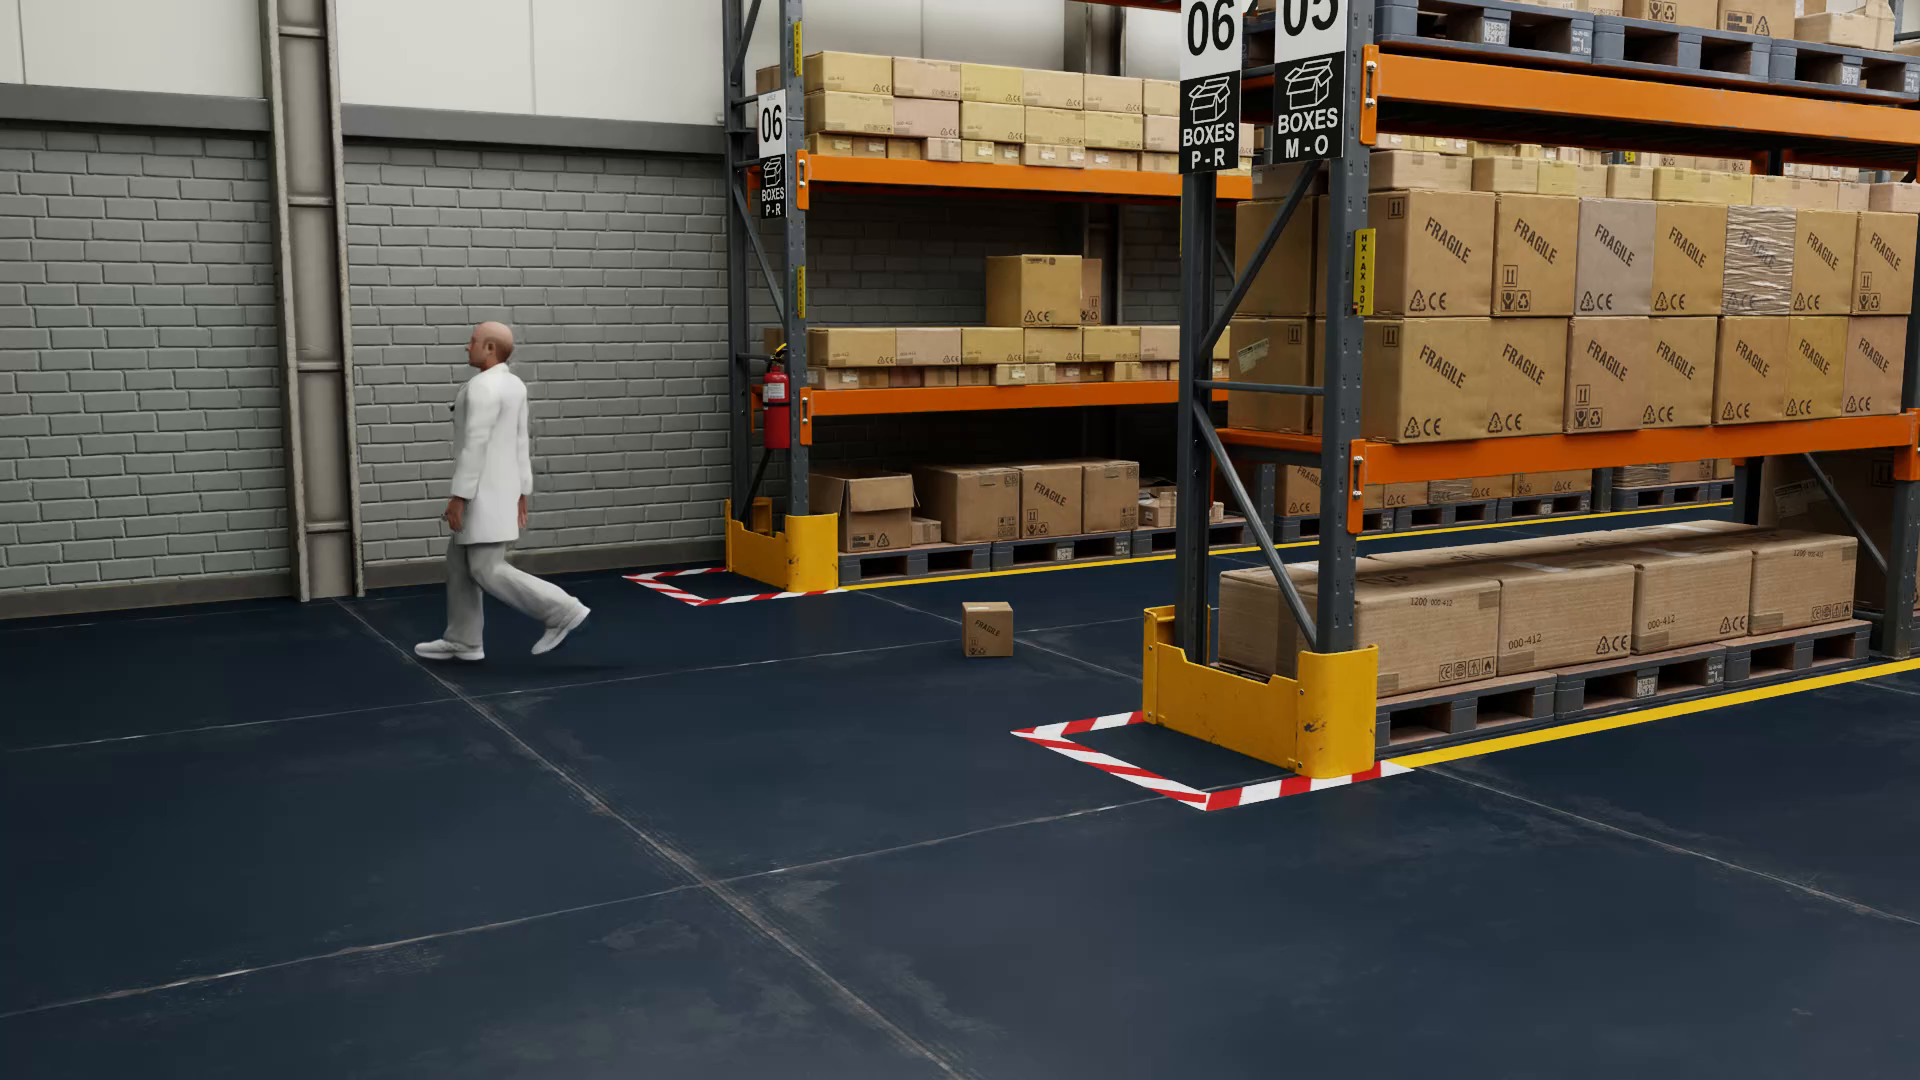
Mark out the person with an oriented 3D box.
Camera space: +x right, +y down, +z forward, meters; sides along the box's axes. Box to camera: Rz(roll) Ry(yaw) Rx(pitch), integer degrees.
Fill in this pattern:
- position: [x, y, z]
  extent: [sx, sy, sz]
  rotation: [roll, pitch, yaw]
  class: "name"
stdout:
- position: [-2.371, -0.234, 8.482]
  extent: [0.959, 1.746, 0.604]
  rotation: [0, 8, 0]
  class: "person"
